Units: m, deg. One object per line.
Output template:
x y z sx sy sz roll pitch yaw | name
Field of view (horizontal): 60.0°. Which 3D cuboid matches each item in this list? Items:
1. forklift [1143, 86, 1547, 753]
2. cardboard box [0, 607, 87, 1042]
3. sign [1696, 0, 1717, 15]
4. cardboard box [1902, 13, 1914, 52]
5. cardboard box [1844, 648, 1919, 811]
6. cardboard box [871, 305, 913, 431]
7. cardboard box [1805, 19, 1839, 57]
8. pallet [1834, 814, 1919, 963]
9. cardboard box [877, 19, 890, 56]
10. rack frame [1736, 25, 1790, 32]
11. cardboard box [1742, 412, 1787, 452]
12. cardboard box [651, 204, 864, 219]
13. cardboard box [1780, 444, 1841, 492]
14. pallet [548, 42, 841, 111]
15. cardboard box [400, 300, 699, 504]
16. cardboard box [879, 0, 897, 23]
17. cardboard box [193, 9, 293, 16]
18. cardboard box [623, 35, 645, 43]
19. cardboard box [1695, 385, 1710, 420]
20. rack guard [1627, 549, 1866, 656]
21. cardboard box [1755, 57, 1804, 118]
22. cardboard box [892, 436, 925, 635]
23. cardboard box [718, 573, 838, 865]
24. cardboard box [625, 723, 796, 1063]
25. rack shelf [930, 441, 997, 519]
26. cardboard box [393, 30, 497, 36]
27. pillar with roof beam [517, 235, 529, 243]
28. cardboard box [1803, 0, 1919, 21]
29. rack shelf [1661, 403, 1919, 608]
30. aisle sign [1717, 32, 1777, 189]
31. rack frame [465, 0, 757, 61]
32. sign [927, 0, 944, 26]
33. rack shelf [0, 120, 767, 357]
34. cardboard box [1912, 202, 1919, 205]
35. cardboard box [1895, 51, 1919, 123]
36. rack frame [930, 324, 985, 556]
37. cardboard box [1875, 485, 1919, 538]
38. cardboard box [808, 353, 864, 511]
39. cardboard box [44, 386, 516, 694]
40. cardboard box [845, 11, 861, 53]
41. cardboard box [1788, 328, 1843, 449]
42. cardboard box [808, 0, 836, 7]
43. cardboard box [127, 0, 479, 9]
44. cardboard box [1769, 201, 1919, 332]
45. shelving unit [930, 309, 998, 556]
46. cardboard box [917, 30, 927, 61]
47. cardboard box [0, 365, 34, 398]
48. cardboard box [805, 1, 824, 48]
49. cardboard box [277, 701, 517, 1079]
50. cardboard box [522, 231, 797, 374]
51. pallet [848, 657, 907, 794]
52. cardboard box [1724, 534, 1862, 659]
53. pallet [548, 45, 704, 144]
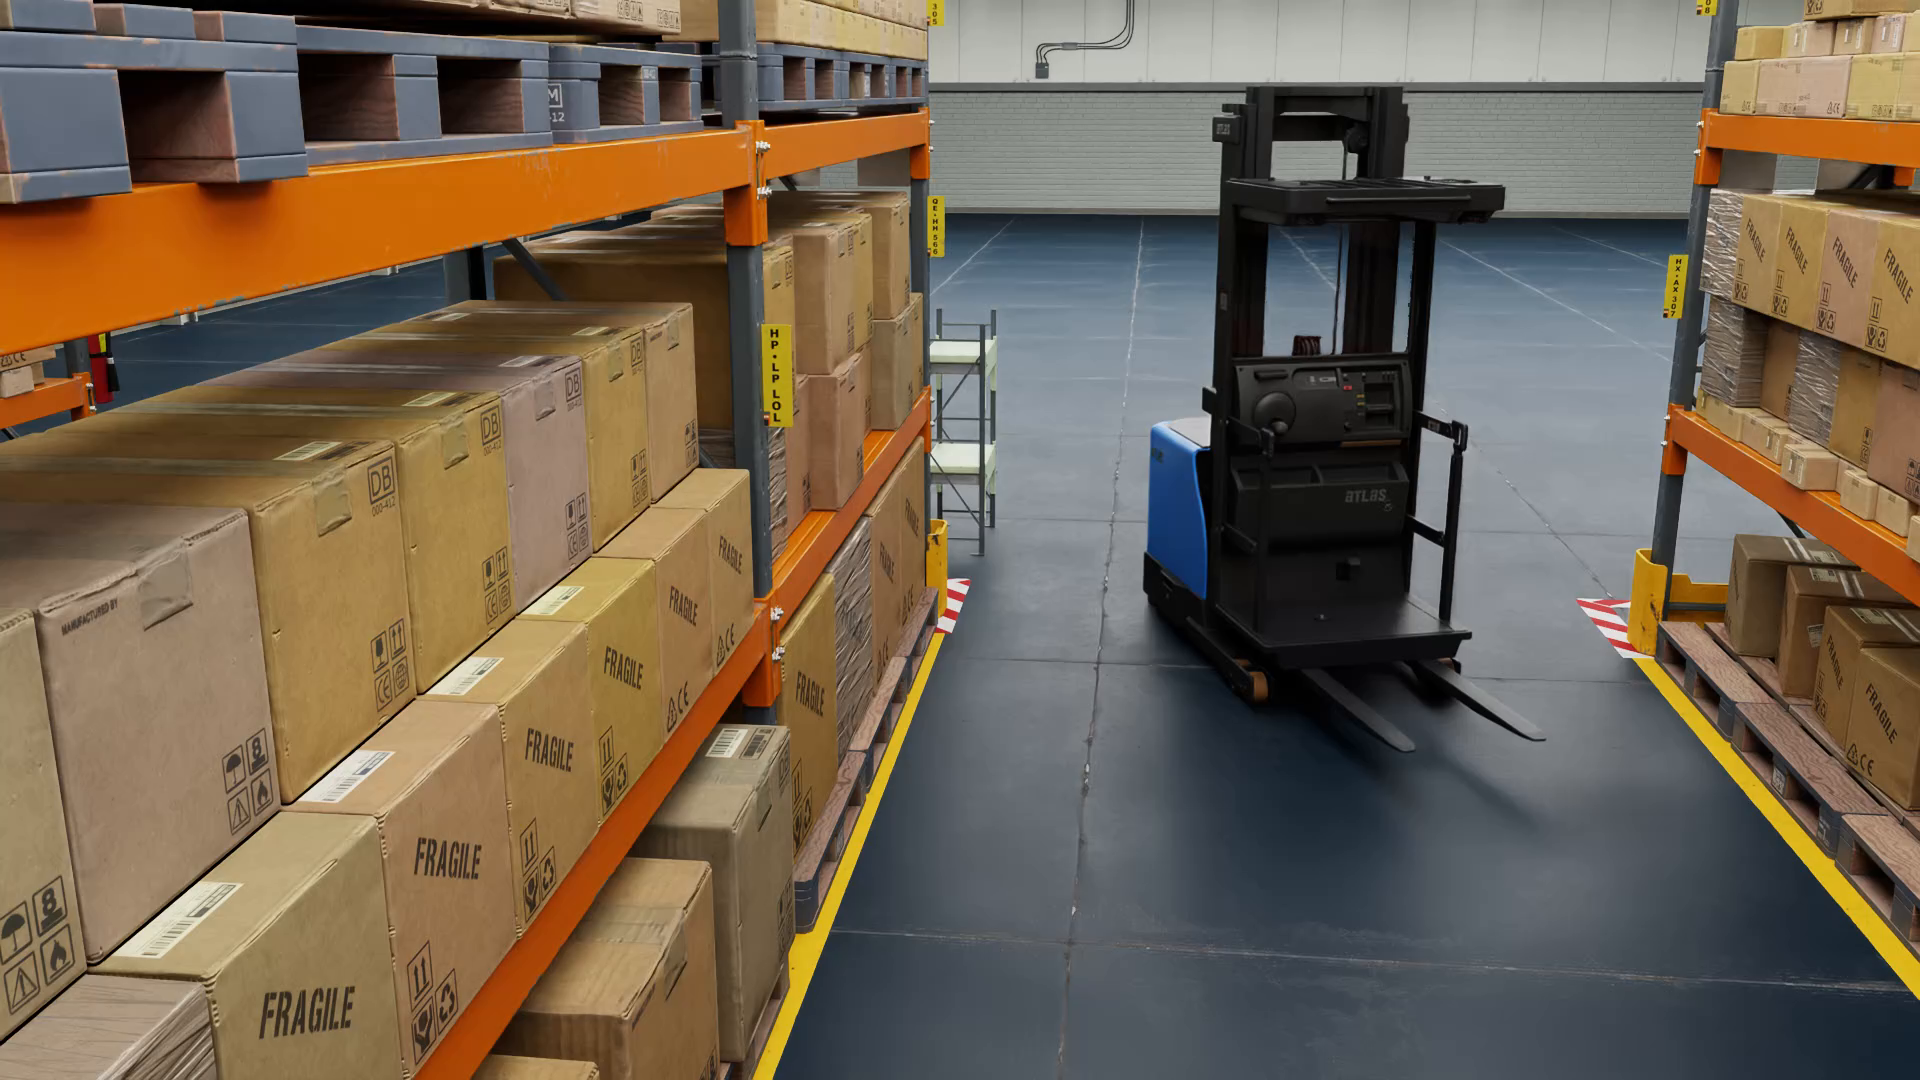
1.883 -0.712 8.180 1.130 2.935 3.031 -3 15 -11 | forklift
-1.513 0.378 1.910 0.700 0.500 0.500 2 15 6 | cardboard box
3.707 -2.763 8.213 0.100 0.325 0.005 2 15 6 | sign
3.806 -1.910 6.256 0.380 0.149 0.250 1 15 4 | cardboard box
3.928 0.749 6.628 0.500 0.500 0.500 0 15 1 | cardboard box
-0.708 -0.881 8.387 0.875 0.550 0.550 2 15 6 | cardboard box
3.821 -2.116 7.017 0.380 0.149 0.250 2 15 6 | cardboard box
3.835 1.331 5.835 1.003 0.211 1.213 2 15 6 | pallet
-0.516 -2.202 7.296 0.380 0.149 0.250 2 15 7 | cardboard box
4.243 -3.773 7.877 0.949 2.616 0.053 2 15 6 | rack frame
3.879 -0.495 7.727 0.380 0.149 0.250 2 15 6 | cardboard box
-0.920 -1.262 7.725 0.875 0.550 0.550 2 15 6 | cardboard box
3.711 -0.303 7.017 0.380 0.149 0.250 2 15 6 | cardboard box
-1.020 -1.629 5.864 1.003 0.211 1.213 2 15 6 | pallet
-1.173 -0.414 4.840 0.700 0.500 0.500 1 15 5 | cardboard box
-0.563 -2.425 7.358 0.500 0.250 0.500 2 15 6 | cardboard box
-1.544 -1.167 3.247 0.396 0.266 0.258 2 15 6 | cardboard box
-1.343 -1.826 5.908 0.380 0.149 0.250 2 15 7 | cardboard box
3.977 -0.689 8.445 0.380 0.149 0.250 2 15 6 | cardboard box
4.237 0.349 8.913 1.175 0.500 0.348 2 15 6 | rack guard
3.883 -2.002 7.359 0.500 0.250 0.500 1 15 5 | cardboard box
-0.682 -0.049 8.862 0.875 0.875 0.875 2 15 7 | cardboard box
-0.982 0.650 6.279 0.875 0.875 0.875 2 15 7 | cardboard box
-1.103 1.035 5.094 1.050 0.750 0.750 2 15 6 | cardboard box
0.001 -0.411 11.058 0.431 0.370 0.720 2 15 6 | rack shelf
-1.439 -1.497 4.467 0.258 0.266 0.396 1 15 5 | cardboard box
-4.522 -10.154 31.475 9.100 9.000 0.400 2 15 6 | pillar with roof beam
3.810 -2.381 6.757 0.500 0.500 0.500 2 15 6 | cardboard box
4.020 -0.011 6.836 1.077 0.370 4.000 2 15 6 | rack shelf
3.955 -2.157 8.413 0.394 0.787 0.004 2 15 6 | aisle sign
-1.122 -2.908 4.677 1.000 3.000 0.127 2 15 6 | rack frame
-0.133 -2.867 8.728 0.100 0.325 0.005 2 15 6 | sign
-1.348 -0.594 3.245 1.077 0.370 4.000 2 15 6 | rack shelf
4.320 -1.142 6.964 0.500 0.500 0.500 2 15 6 | cardboard box
3.708 -1.609 5.906 0.500 0.250 0.500 2 15 6 | cardboard box
-0.041 -0.631 10.622 0.400 1.500 0.023 2 15 6 | rack frame
3.717 -0.106 6.288 0.380 0.149 0.250 2 15 6 | cardboard box
-0.875 -0.461 6.831 0.875 0.550 0.550 2 15 6 | cardboard box
-1.344 -0.019 3.378 0.700 0.500 0.500 2 15 6 | cardboard box
-0.602 -2.005 6.568 0.380 0.149 0.250 2 15 6 | cardboard box
4.120 -0.666 7.116 0.875 0.500 0.500 2 15 6 | cardboard box
-0.734 -2.032 5.905 0.500 0.250 0.500 2 15 6 | cardboard box
-1.159 -1.075 2.819 0.500 0.311 0.500 1 15 5 | cardboard box
3.795 -1.158 7.021 0.500 0.500 0.500 2 15 6 | cardboard box
0.001 -0.726 10.973 0.431 1.500 0.755 2 15 6 | shelving unit
-0.372 -2.531 8.515 0.380 0.149 0.250 2 15 6 | cardboard box
-5.349 -0.876 9.135 0.380 0.149 0.250 2 15 6 | cardboard box
-0.687 -1.806 5.834 0.380 0.149 0.250 2 15 6 | cardboard box
-1.143 0.606 2.984 0.500 0.500 0.500 2 15 6 | cardboard box
-1.100 -0.847 6.190 0.875 0.550 0.550 2 15 6 | cardboard box
-0.824 0.822 7.719 1.003 0.211 1.213 2 15 6 | pallet
4.159 0.288 8.334 0.500 0.500 0.500 5 16 17 | cardboard box
-1.177 -1.129 4.209 0.805 0.209 1.217 1 15 4 | pallet
